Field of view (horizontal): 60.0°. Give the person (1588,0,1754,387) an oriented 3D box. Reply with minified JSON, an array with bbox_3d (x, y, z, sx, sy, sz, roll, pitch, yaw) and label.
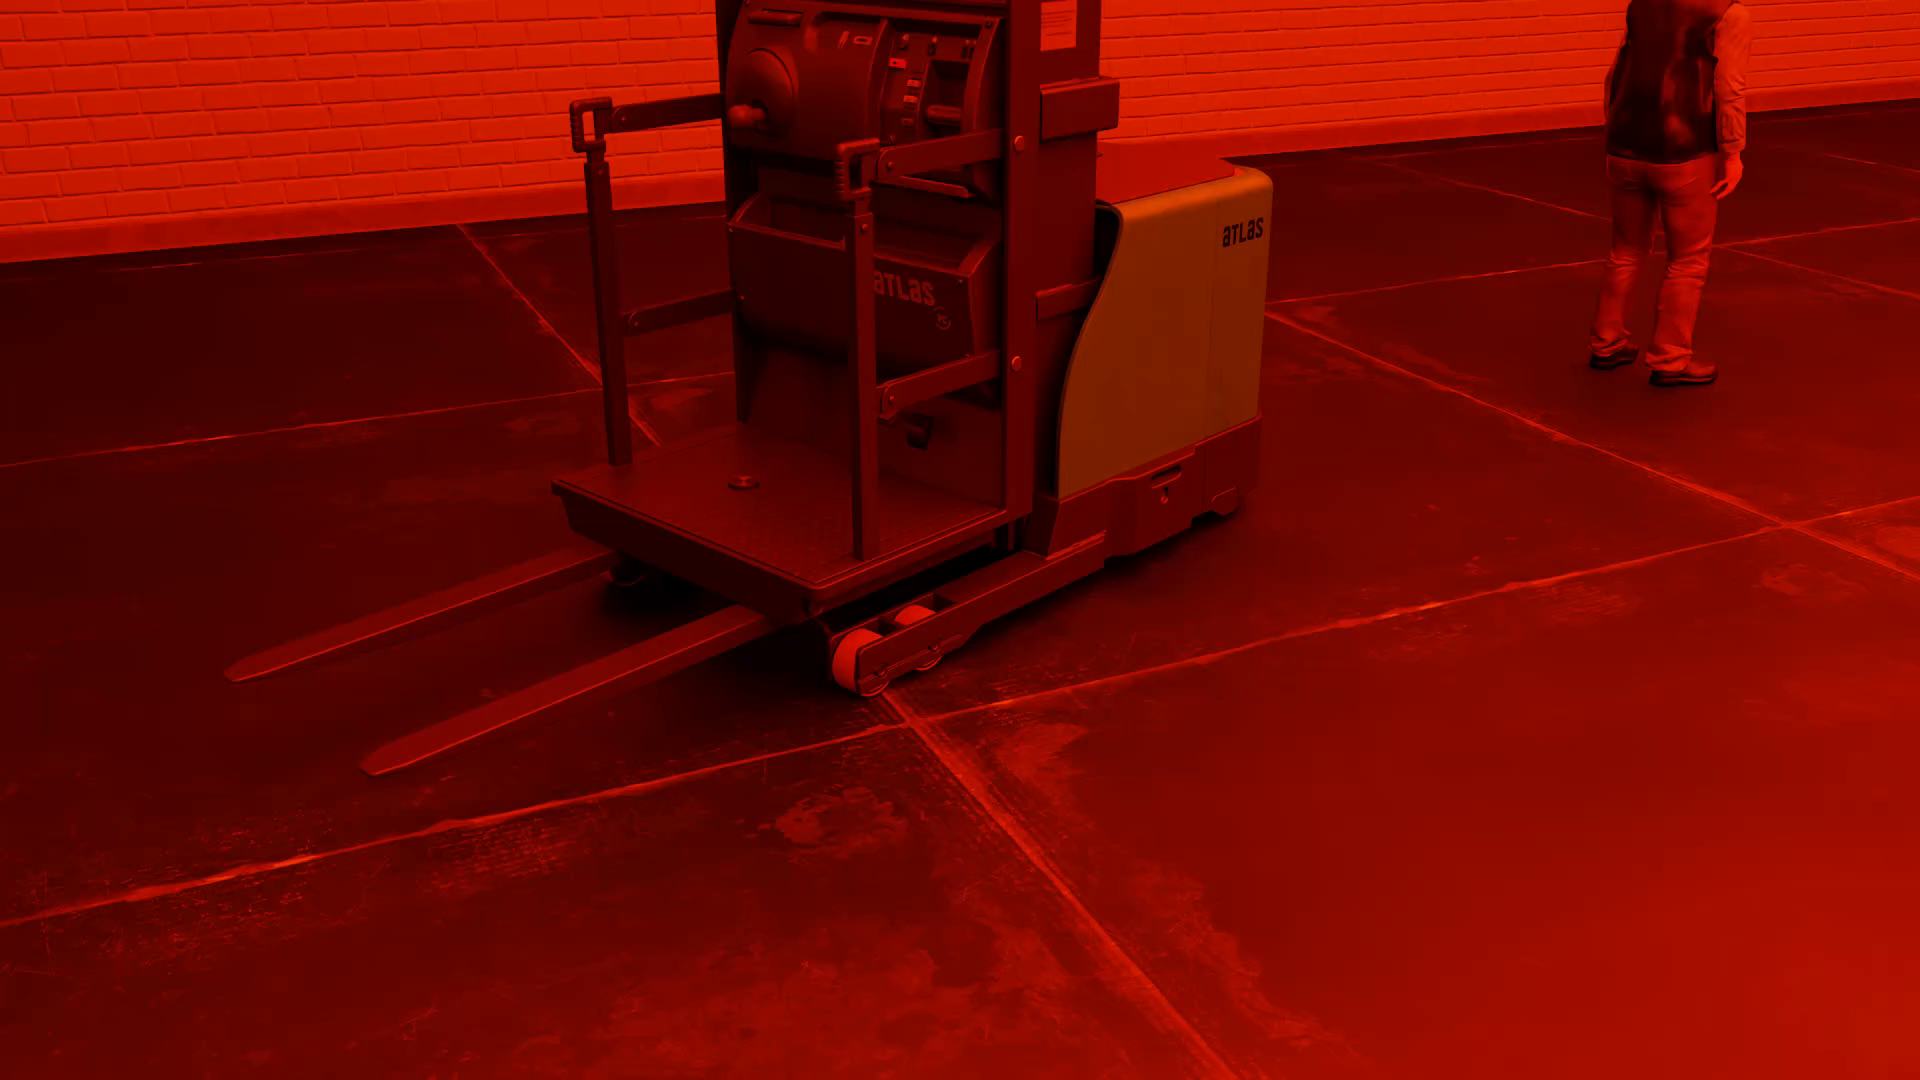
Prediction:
[{"bbox_3d":[2.725,-1.479,6.427,0.412,1.720,0.584,-14,26,-30],"label":"person"}]

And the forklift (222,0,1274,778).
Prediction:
[{"bbox_3d":[-0.413,-1.182,4.131,1.130,2.935,3.031,19,29,39],"label":"forklift"}]
